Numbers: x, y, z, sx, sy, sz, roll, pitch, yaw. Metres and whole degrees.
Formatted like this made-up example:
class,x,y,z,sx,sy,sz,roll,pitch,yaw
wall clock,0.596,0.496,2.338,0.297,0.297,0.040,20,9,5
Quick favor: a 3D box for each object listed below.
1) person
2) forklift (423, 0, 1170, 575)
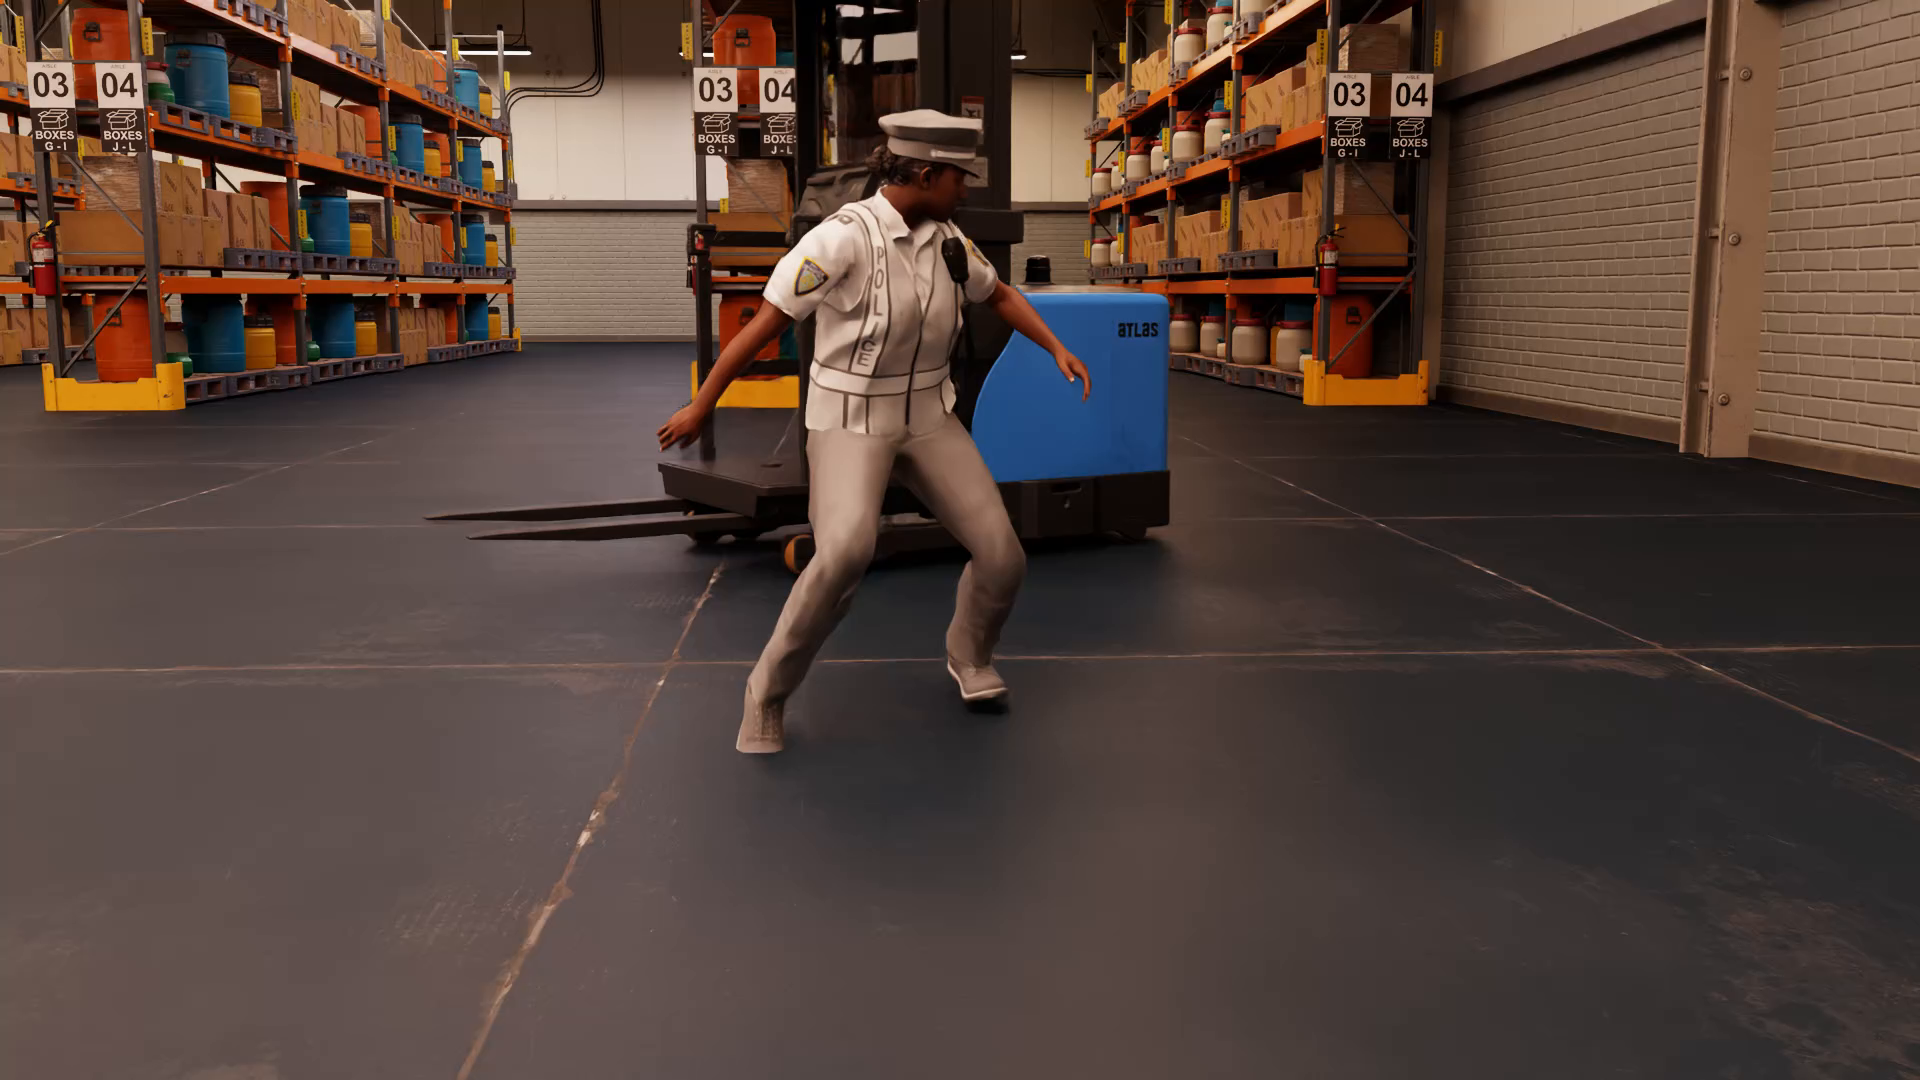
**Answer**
class,x,y,z,sx,sy,sz,roll,pitch,yaw
person,-0.194,-0.225,4.040,0.956,1.587,0.540,-6,10,-34
forklift,-0.606,-1.395,6.728,3.031,2.935,1.130,-5,10,-31
